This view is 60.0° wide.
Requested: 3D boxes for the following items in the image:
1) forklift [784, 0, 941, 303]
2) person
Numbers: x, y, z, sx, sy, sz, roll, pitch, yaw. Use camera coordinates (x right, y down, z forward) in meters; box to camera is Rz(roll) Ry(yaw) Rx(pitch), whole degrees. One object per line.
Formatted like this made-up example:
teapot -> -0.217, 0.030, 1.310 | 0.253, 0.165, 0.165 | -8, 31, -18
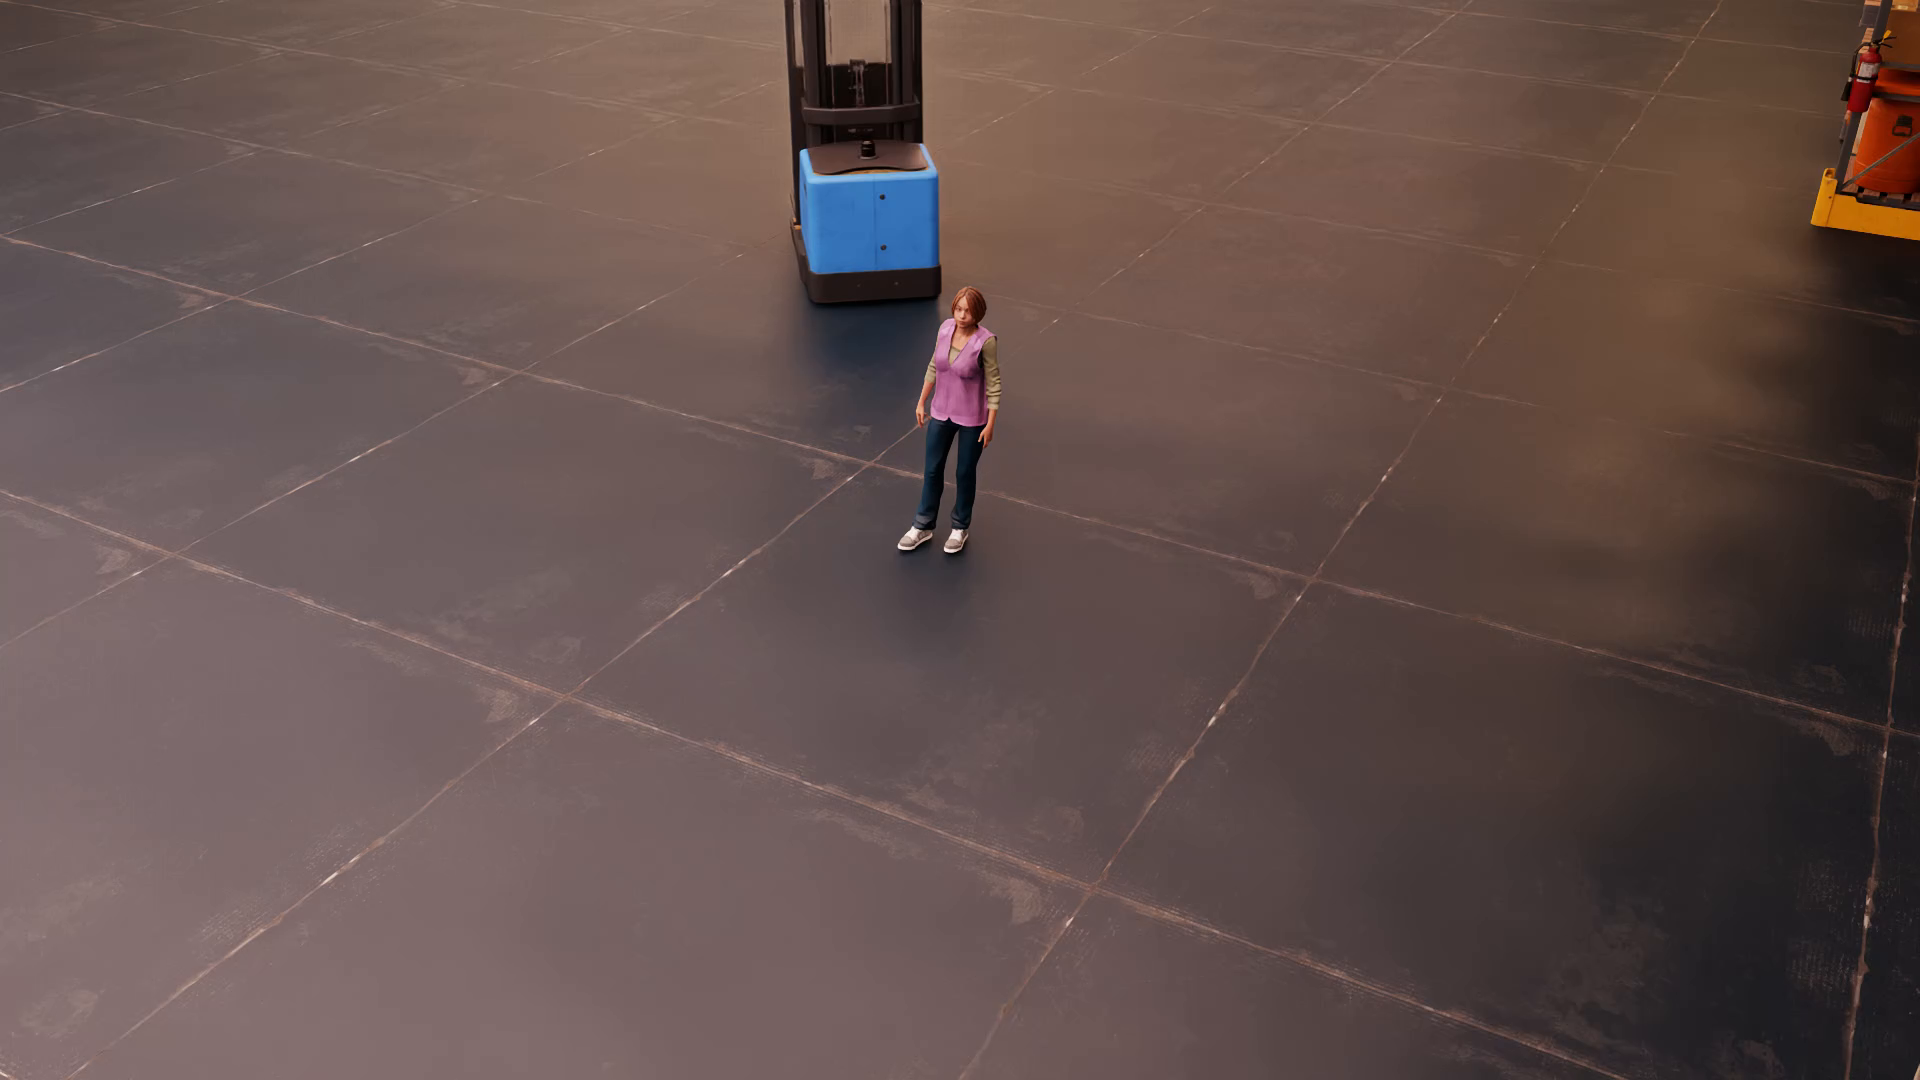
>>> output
forklift -> -0.890, -3.854, 13.749 | 1.130, 2.935, 3.031 | -5, 30, -8
person -> -0.048, -0.669, 9.550 | 0.520, 1.597, 0.476 | 15, 33, 25
